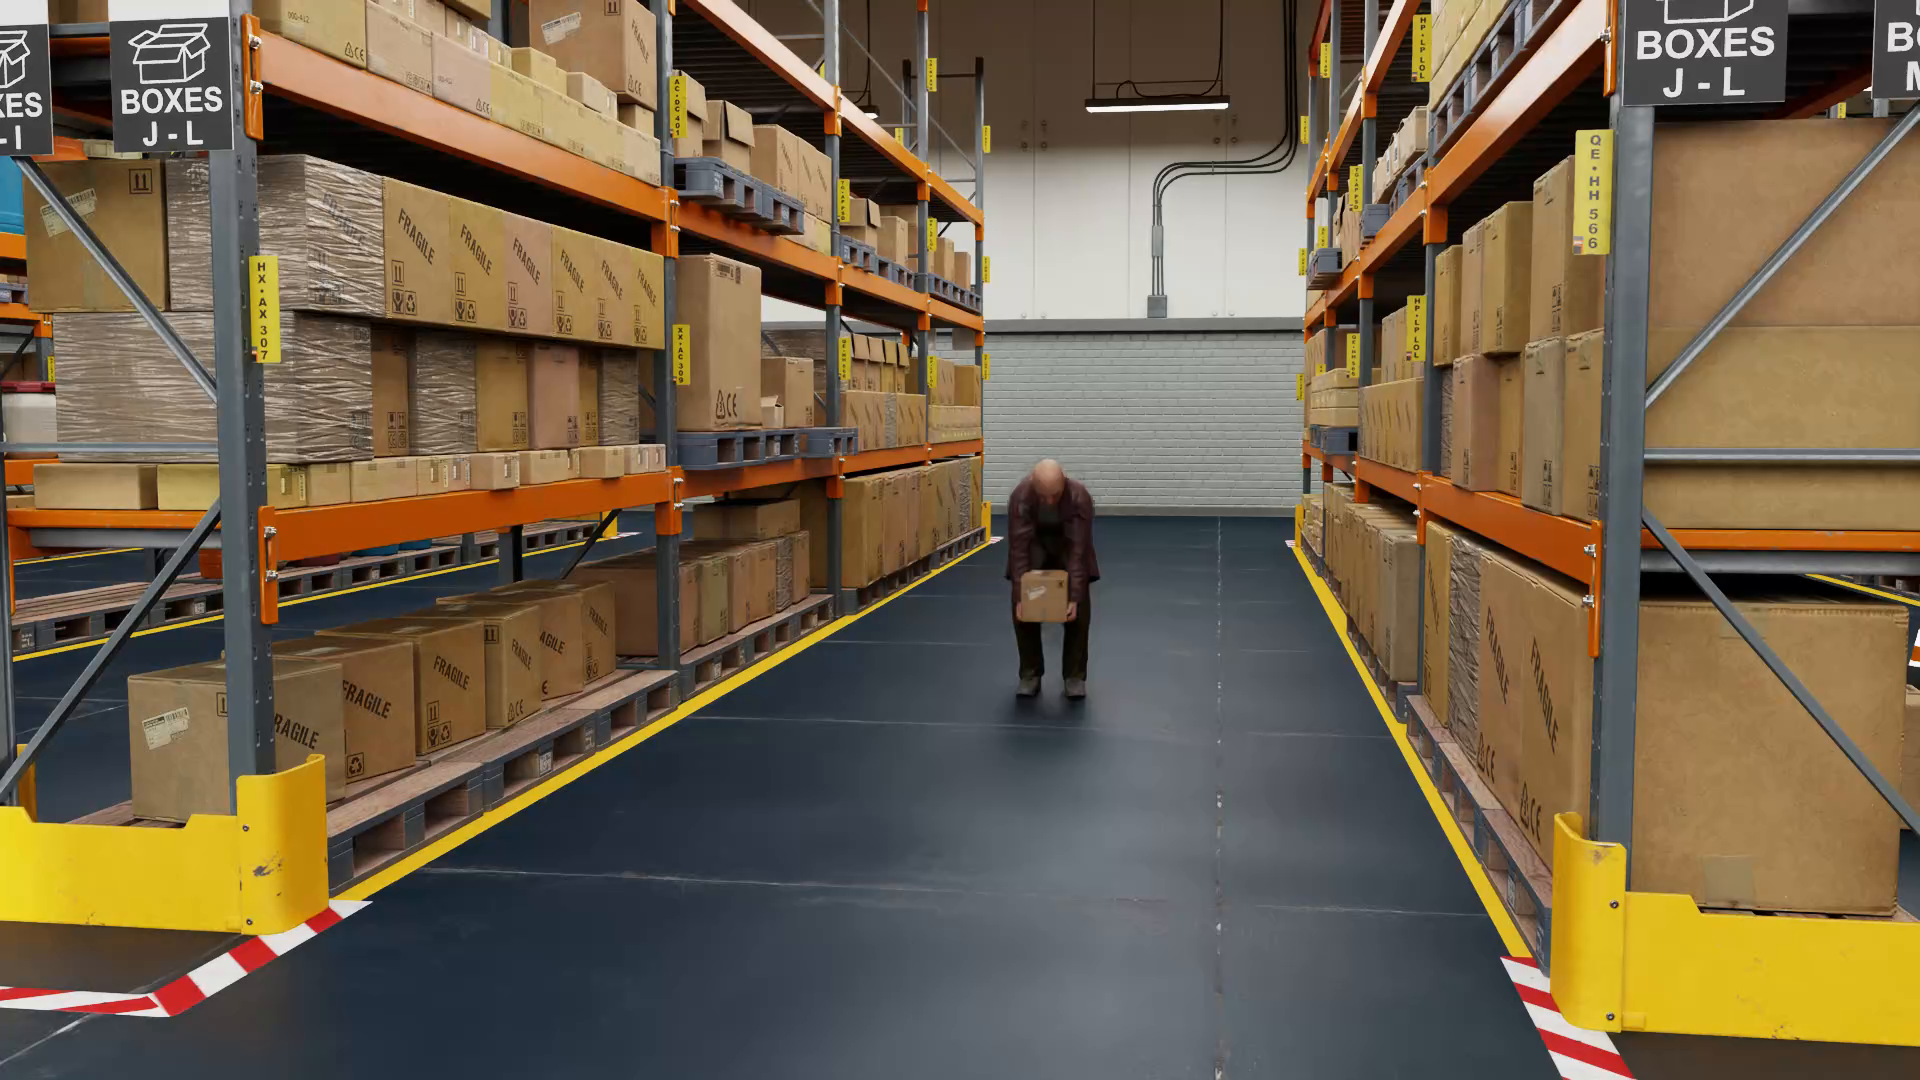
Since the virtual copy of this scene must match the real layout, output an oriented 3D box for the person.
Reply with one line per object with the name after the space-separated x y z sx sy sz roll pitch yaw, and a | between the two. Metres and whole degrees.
0.504 0.236 9.360 0.554 1.344 0.891 1 4 7 | person
